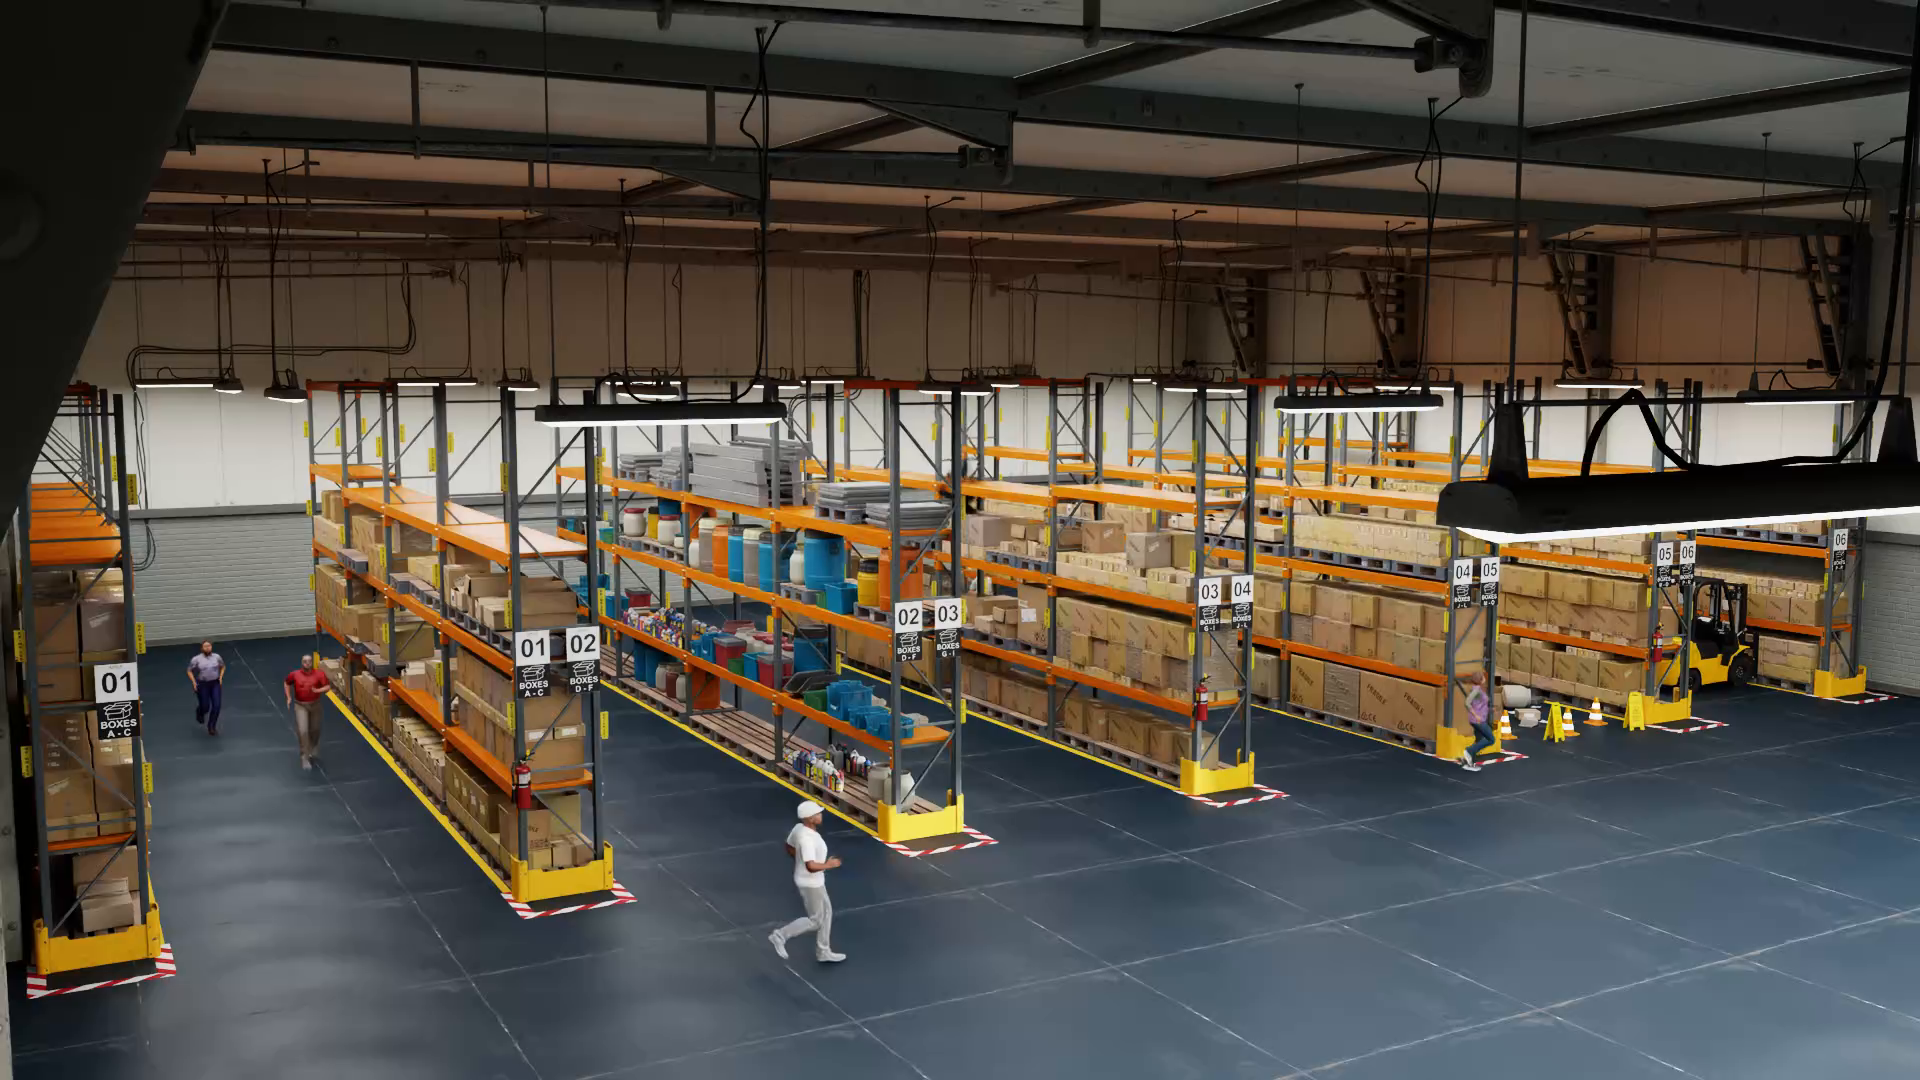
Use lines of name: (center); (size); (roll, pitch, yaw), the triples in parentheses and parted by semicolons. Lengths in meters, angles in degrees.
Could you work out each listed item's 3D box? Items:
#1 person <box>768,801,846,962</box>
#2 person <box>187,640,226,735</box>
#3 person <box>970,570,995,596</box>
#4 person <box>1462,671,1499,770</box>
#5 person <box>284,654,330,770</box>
person: (-1.614, 3.601, 17.489); (0.822, 1.740, 0.715); (-1, 6, -11)
person: (-12.917, 2.515, 28.565); (0.614, 1.609, 0.575); (-5, 8, -37)
person: (0.491, 1.452, 37.488); (0.671, 1.797, 1.001); (-3, 7, -27)
person: (8.081, 2.814, 25.789); (0.539, 1.559, 0.524); (2, 6, 16)
person: (-10.265, 2.667, 26.212); (0.653, 1.748, 0.921); (-3, 7, -27)
